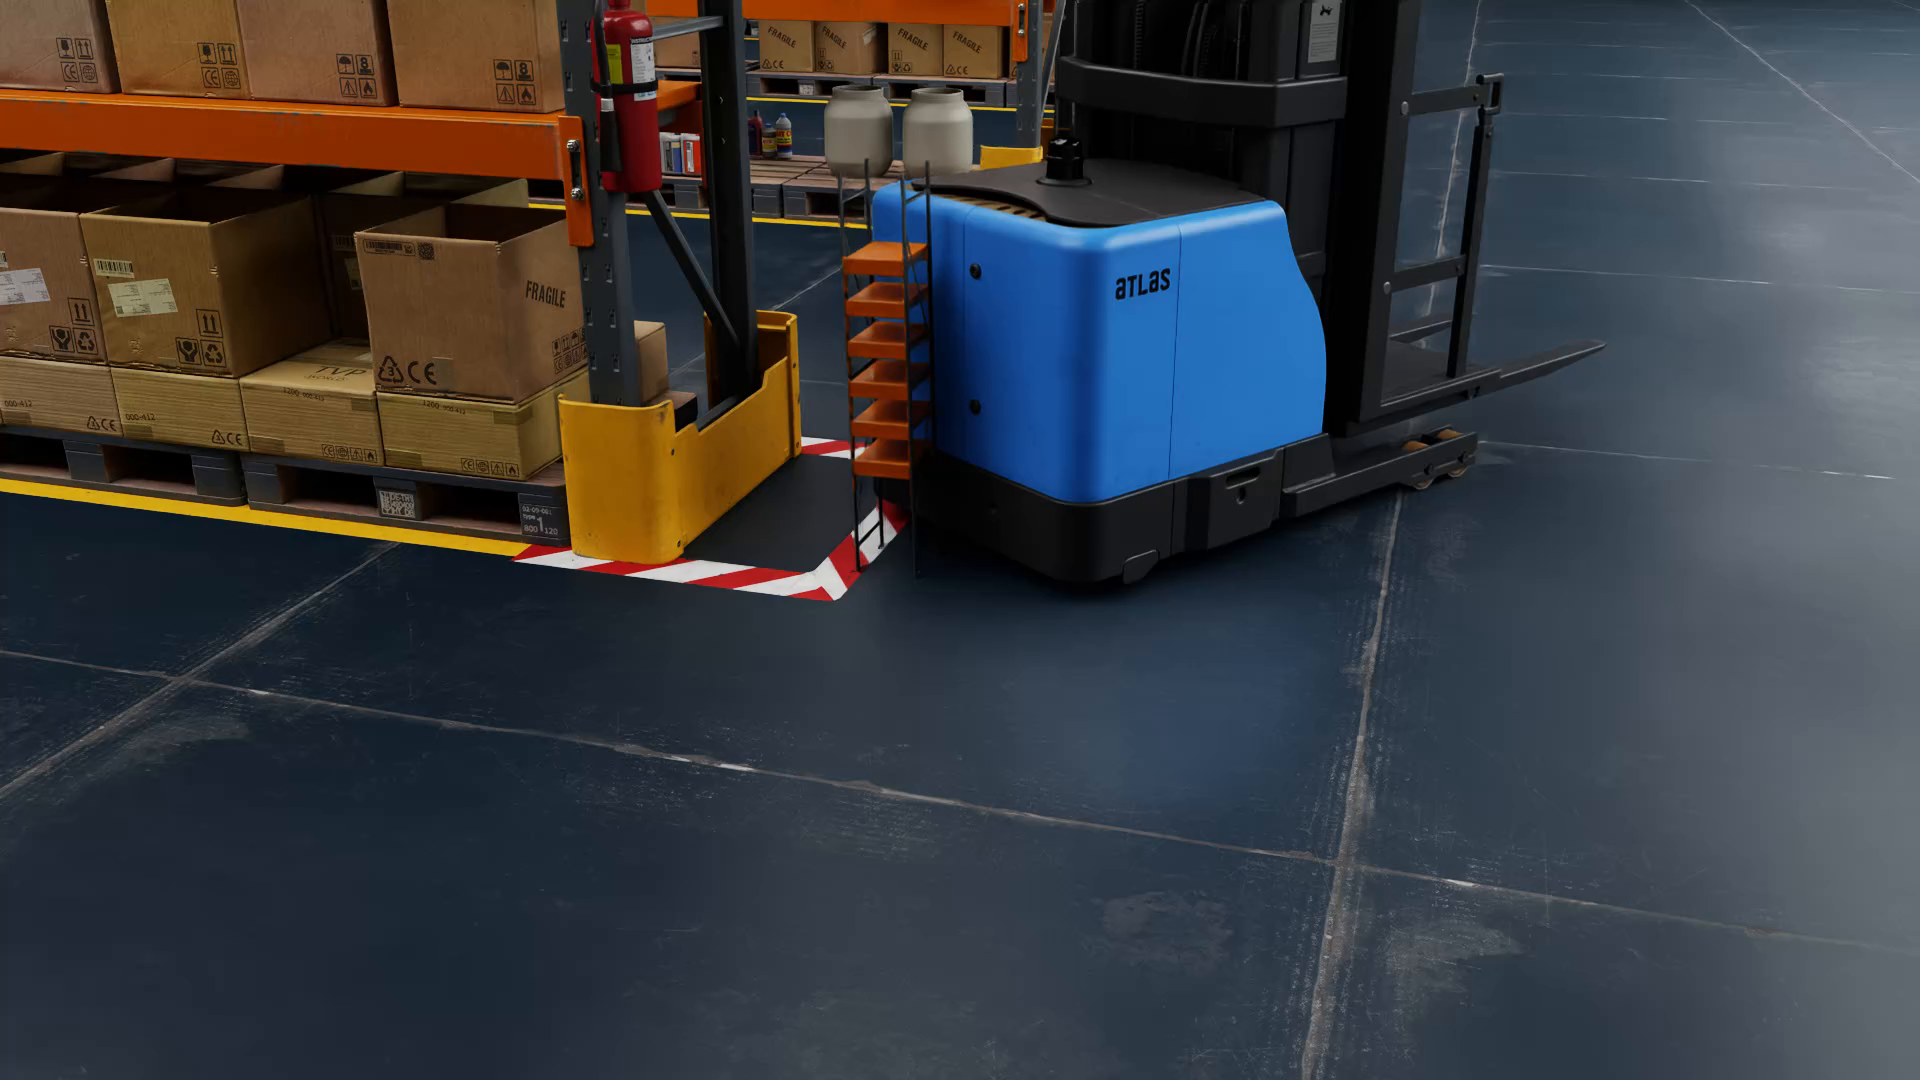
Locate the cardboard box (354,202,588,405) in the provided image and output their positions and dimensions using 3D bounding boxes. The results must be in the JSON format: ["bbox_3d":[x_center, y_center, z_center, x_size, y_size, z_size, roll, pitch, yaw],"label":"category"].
[{"bbox_3d":[-1.516,-0.758,5.247,0.500,0.500,0.500,7,23,16],"label":"cardboard box"}]

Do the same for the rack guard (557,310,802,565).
[{"bbox_3d":[-0.894,-0.379,5.535,0.348,0.500,1.175,7,23,16],"label":"rack guard"}]

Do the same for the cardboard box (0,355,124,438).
[{"bbox_3d":[-2.955,-0.572,5.781,0.500,0.250,0.500,7,23,16],"label":"cardboard box"}]

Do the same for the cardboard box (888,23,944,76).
[{"bbox_3d":[-0.342,-4.455,14.919,0.500,0.500,0.500,4,23,11],"label":"cardboard box"}]

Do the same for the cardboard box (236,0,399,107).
[{"bbox_3d":[-1.864,-1.696,5.320,0.500,0.500,0.700,7,23,17],"label":"cardboard box"}]

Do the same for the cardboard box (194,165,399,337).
[{"bbox_3d":[-2.328,-1.051,5.962,0.500,0.500,0.500,7,23,16],"label":"cardboard box"}]

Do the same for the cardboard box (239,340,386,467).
[{"bbox_3d":[-1.998,-0.462,5.514,0.500,0.250,0.500,7,23,16],"label":"cardboard box"}]

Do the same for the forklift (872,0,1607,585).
[{"bbox_3d":[1.178,-1.665,5.468,3.031,2.935,1.130,-17,28,-36],"label":"forklift"}]

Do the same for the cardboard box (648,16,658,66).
[{"bbox_3d":[-2.914,-4.757,15.628,0.500,0.500,0.700,6,23,15],"label":"cardboard box"}]

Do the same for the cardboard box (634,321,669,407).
[{"bbox_3d":[-1.366,-0.600,5.850,0.500,0.250,0.500,7,23,16],"label":"cardboard box"}]

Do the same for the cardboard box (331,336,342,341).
[{"bbox_3d":[-2.324,-0.708,6.114,0.500,0.250,0.500,7,23,16],"label":"cardboard box"}]

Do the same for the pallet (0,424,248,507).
[{"bbox_3d":[-2.825,-0.451,6.091,1.213,0.211,1.003,7,23,15],"label":"pallet"}]

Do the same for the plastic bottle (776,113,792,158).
[{"bbox_3d":[-1.128,-2.591,10.649,0.097,0.271,0.097,0,22,0],"label":"plastic bottle"}]

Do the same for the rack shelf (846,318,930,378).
[{"bbox_3d":[-0.202,-0.562,4.854,0.180,0.103,0.258,5,23,16],"label":"rack shelf"}]

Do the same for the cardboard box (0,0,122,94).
[{"bbox_3d":[-2.843,-1.809,5.596,0.500,0.500,0.700,7,23,17],"label":"cardboard box"}]

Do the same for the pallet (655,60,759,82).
[{"bbox_3d":[-2.627,-4.370,15.646,1.213,0.211,1.003,7,23,16],"label":"pallet"}]

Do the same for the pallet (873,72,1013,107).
[{"bbox_3d":[-0.056,-4.092,14.966,1.213,0.211,1.003,7,23,16],"label":"pallet"}]

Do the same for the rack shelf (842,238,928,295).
[{"bbox_3d":[-0.207,-0.784,4.764,0.180,0.103,0.258,5,23,16],"label":"rack shelf"}]

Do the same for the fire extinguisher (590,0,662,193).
[{"bbox_3d":[-0.938,-1.321,4.639,0.183,0.674,0.296,7,23,16],"label":"fire extinguisher"}]

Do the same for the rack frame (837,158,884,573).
[{"bbox_3d":[-0.288,-0.500,4.907,0.006,1.200,0.240,5,23,16],"label":"rack frame"}]

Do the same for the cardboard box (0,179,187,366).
[{"bbox_3d":[-2.956,-0.917,5.636,0.500,0.500,0.500,7,23,16],"label":"cardboard box"}]

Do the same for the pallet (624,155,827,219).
[{"bbox_3d":[-1.509,-2.264,10.511,1.213,0.211,1.003,7,23,16],"label":"pallet"}]

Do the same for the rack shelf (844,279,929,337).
[{"bbox_3d":[-0.205,-0.673,4.809,0.180,0.103,0.258,5,23,16],"label":"rack shelf"}]

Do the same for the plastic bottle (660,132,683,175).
[{"bbox_3d":[-1.734,-2.376,10.118,0.135,0.276,0.152,6,23,14],"label":"plastic bottle"}]

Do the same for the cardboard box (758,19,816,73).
[{"bbox_3d":[-1.510,-4.555,15.162,0.500,0.500,0.500,6,23,14],"label":"cardboard box"}]

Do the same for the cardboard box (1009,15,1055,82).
[{"bbox_3d":[0.773,-4.302,14.547,0.500,0.500,0.500,13,26,29],"label":"cardboard box"}]

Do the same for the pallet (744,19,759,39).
[{"bbox_3d":[-2.284,-6.267,20.269,1.213,0.211,1.003,7,23,16],"label":"pallet"}]

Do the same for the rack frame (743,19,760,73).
[{"bbox_3d":[-1.881,-5.575,14.910,0.127,3.000,1.000,7,23,16],"label":"rack frame"}]

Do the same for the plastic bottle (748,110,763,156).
[{"bbox_3d":[-1.340,-2.628,10.723,0.133,0.283,0.061,7,23,16],"label":"plastic bottle"}]

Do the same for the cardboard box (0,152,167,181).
[{"bbox_3d":[-3.284,-1.162,6.231,0.500,0.500,0.500,7,23,16],"label":"cardboard box"}]

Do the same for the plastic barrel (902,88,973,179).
[{"bbox_3d":[-0.135,-2.425,9.954,0.421,0.512,0.421,0,22,0],"label":"plastic barrel"}]

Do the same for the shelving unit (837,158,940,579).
[{"bbox_3d":[-0.201,-0.492,4.882,0.189,1.200,0.258,5,23,16],"label":"shelving unit"}]

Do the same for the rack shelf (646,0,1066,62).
[{"bbox_3d":[-1.397,-3.224,10.125,4.000,0.370,1.077,7,23,16],"label":"rack shelf"}]
